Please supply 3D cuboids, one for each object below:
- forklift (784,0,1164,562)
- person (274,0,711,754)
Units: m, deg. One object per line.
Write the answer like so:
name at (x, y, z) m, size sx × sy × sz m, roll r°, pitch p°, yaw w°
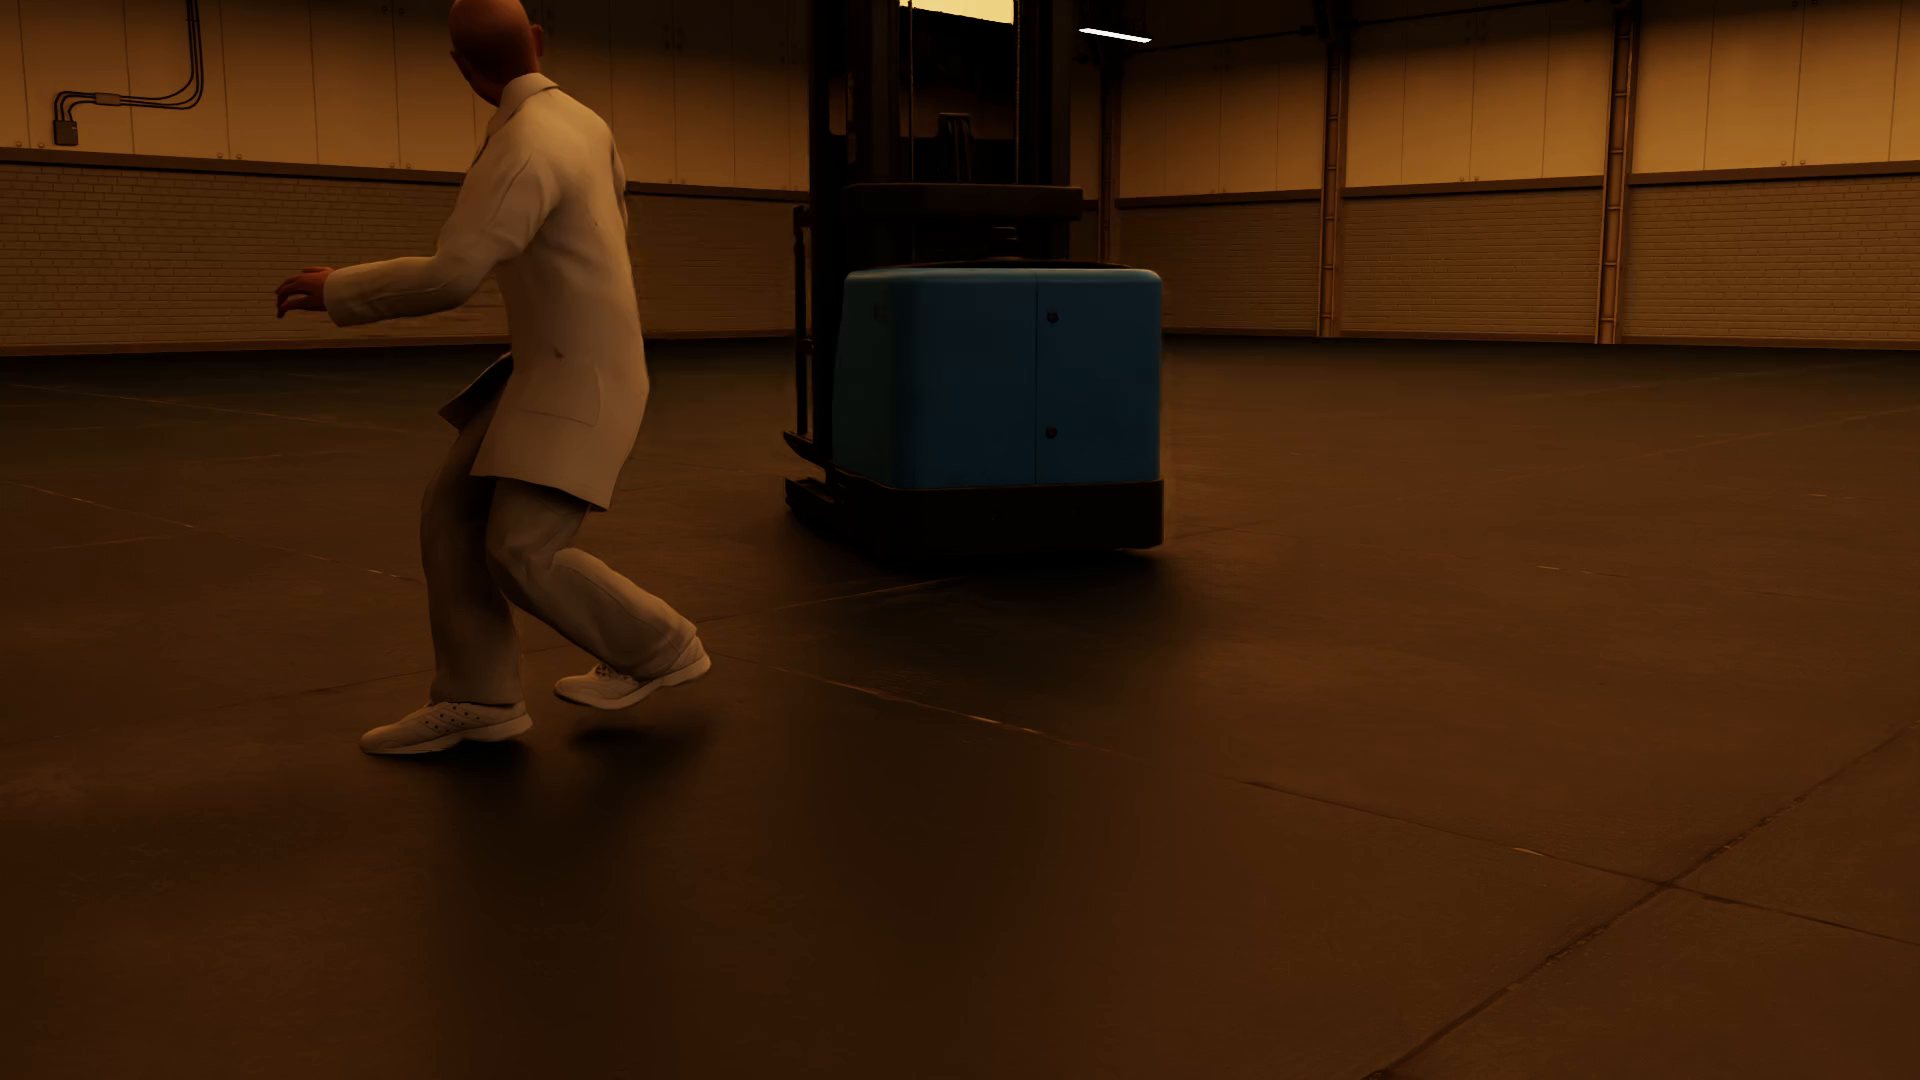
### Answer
forklift at (-0.157, -1.551, 7.173) m, size 1.130 × 2.935 × 3.031 m, roll -3°, pitch 9°, yaw -16°
person at (-1.035, -0.373, 3.755) m, size 0.907 × 1.650 × 0.912 m, roll -2°, pitch 9°, yaw -16°
